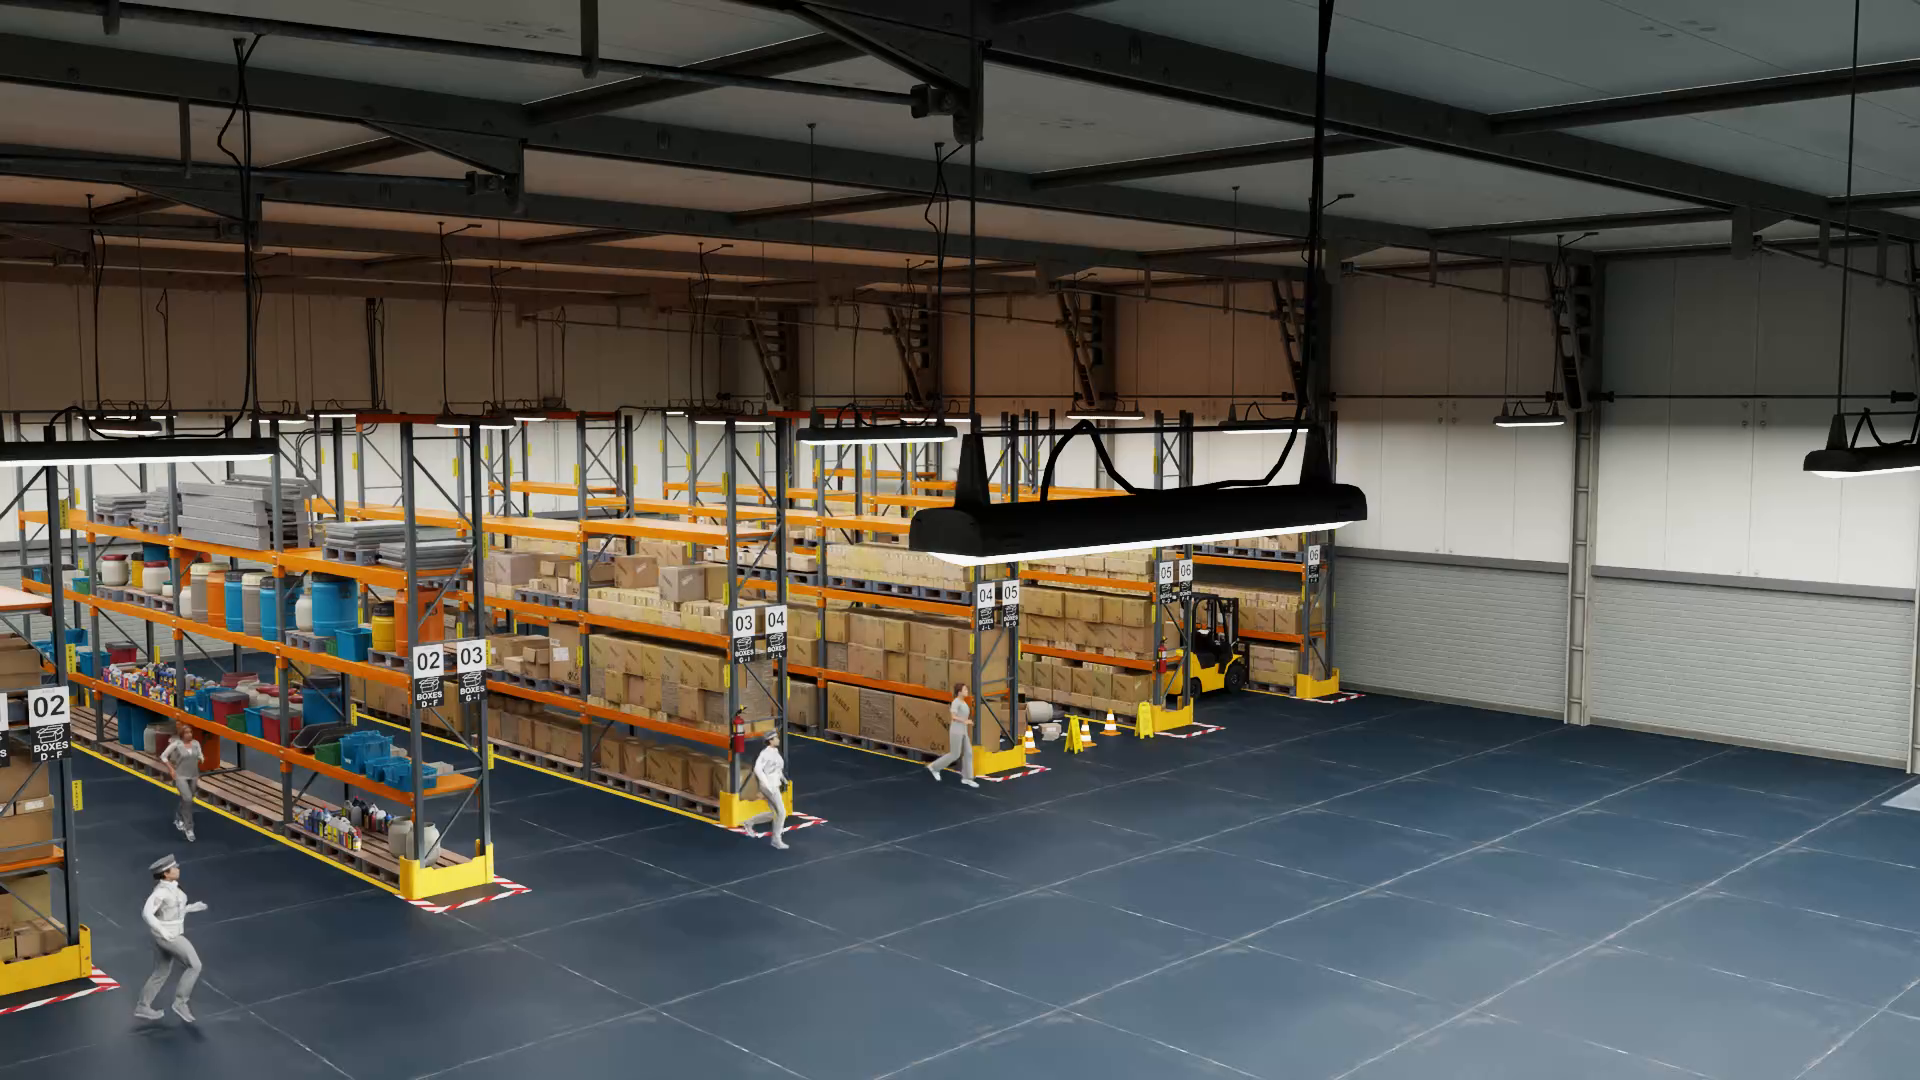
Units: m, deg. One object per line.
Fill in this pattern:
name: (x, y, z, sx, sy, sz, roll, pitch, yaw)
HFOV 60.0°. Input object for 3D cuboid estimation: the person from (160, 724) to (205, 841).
person: (-11.114, 3.462, 23.881, 0.736, 1.647, 0.522, 4, 6, 36)

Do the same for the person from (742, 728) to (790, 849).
person: (-2.708, 3.497, 23.472, 0.692, 1.674, 0.666, 1, 5, 7)

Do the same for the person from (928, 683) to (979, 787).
person: (-0.062, 3.159, 27.135, 0.860, 1.683, 0.601, 2, 5, 18)

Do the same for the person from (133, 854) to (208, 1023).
person: (-7.990, 4.038, 16.812, 0.717, 1.738, 0.589, -3, 6, -28)
